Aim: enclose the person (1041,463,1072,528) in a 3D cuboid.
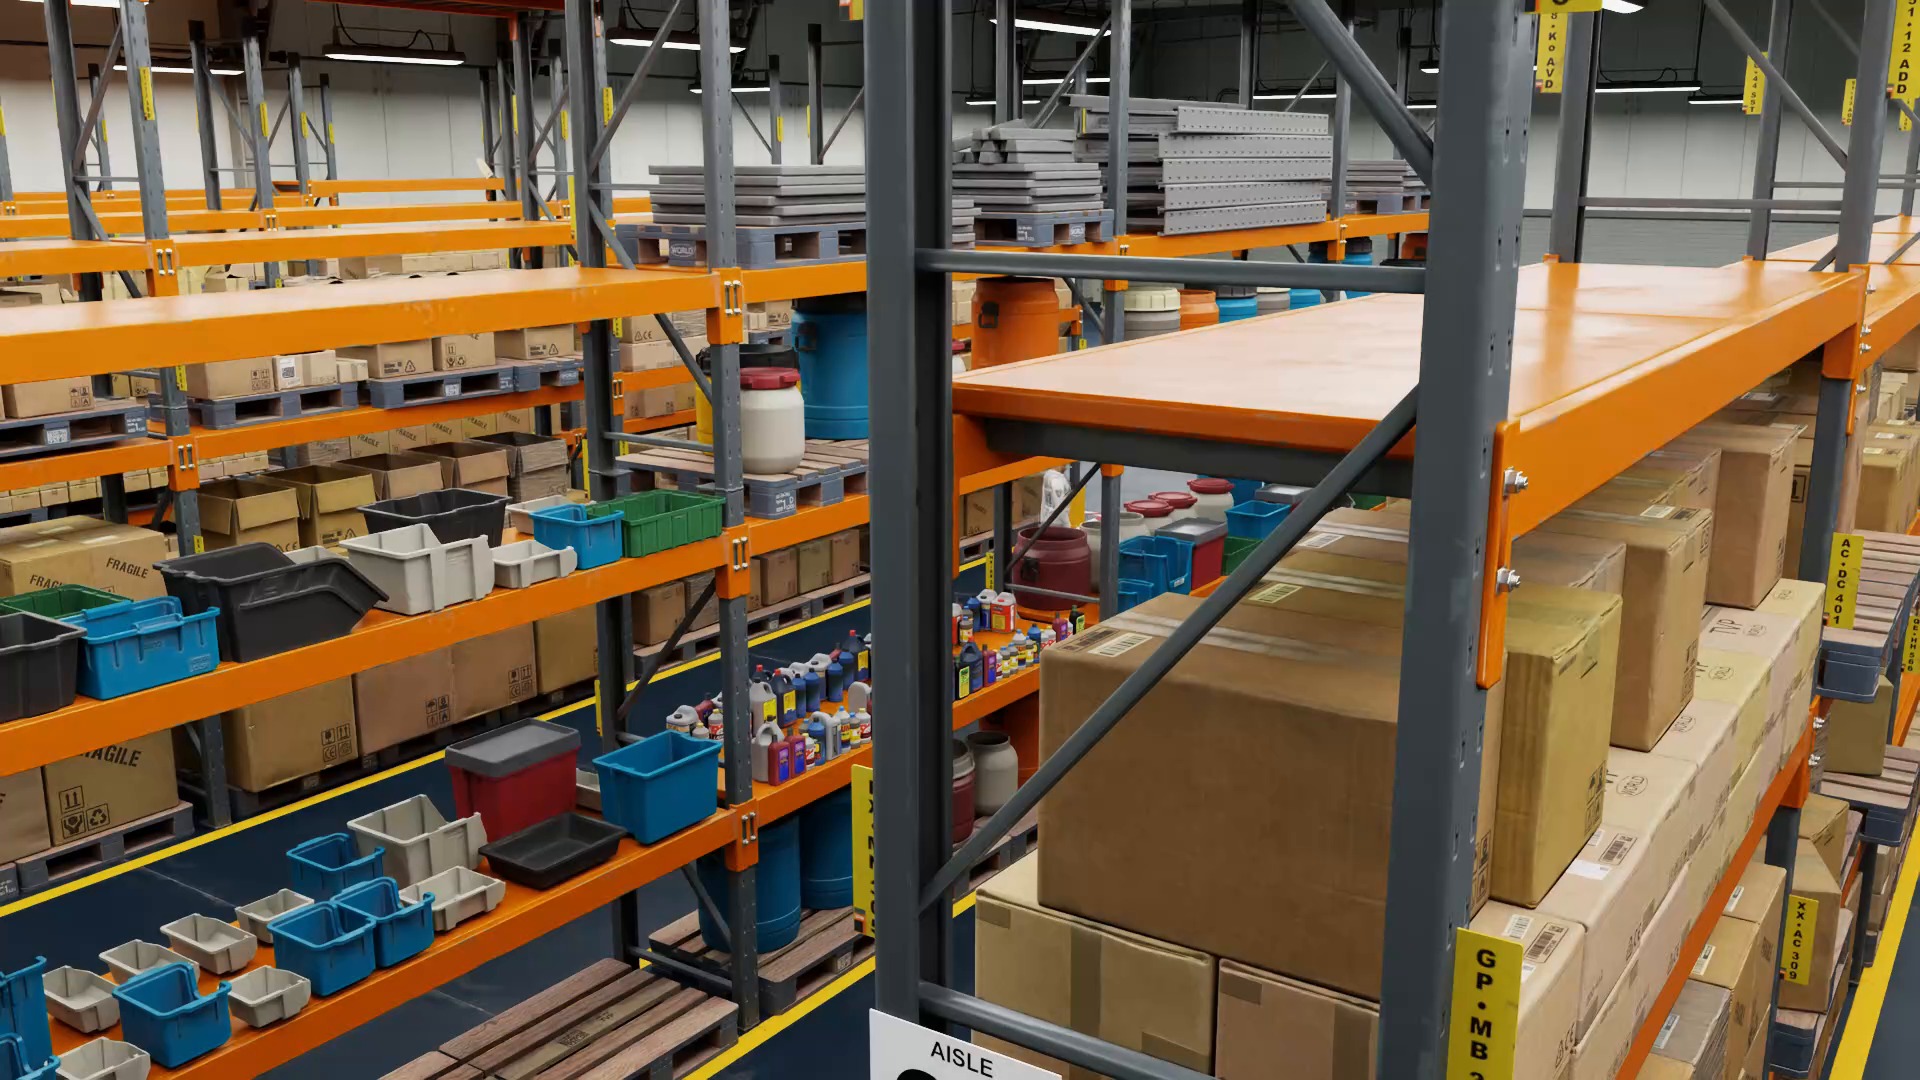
[{"bbox_3d":[1.060,-0.165,17.671,0.868,1.631,0.518,-3,13,-11],"label":"person"}]
